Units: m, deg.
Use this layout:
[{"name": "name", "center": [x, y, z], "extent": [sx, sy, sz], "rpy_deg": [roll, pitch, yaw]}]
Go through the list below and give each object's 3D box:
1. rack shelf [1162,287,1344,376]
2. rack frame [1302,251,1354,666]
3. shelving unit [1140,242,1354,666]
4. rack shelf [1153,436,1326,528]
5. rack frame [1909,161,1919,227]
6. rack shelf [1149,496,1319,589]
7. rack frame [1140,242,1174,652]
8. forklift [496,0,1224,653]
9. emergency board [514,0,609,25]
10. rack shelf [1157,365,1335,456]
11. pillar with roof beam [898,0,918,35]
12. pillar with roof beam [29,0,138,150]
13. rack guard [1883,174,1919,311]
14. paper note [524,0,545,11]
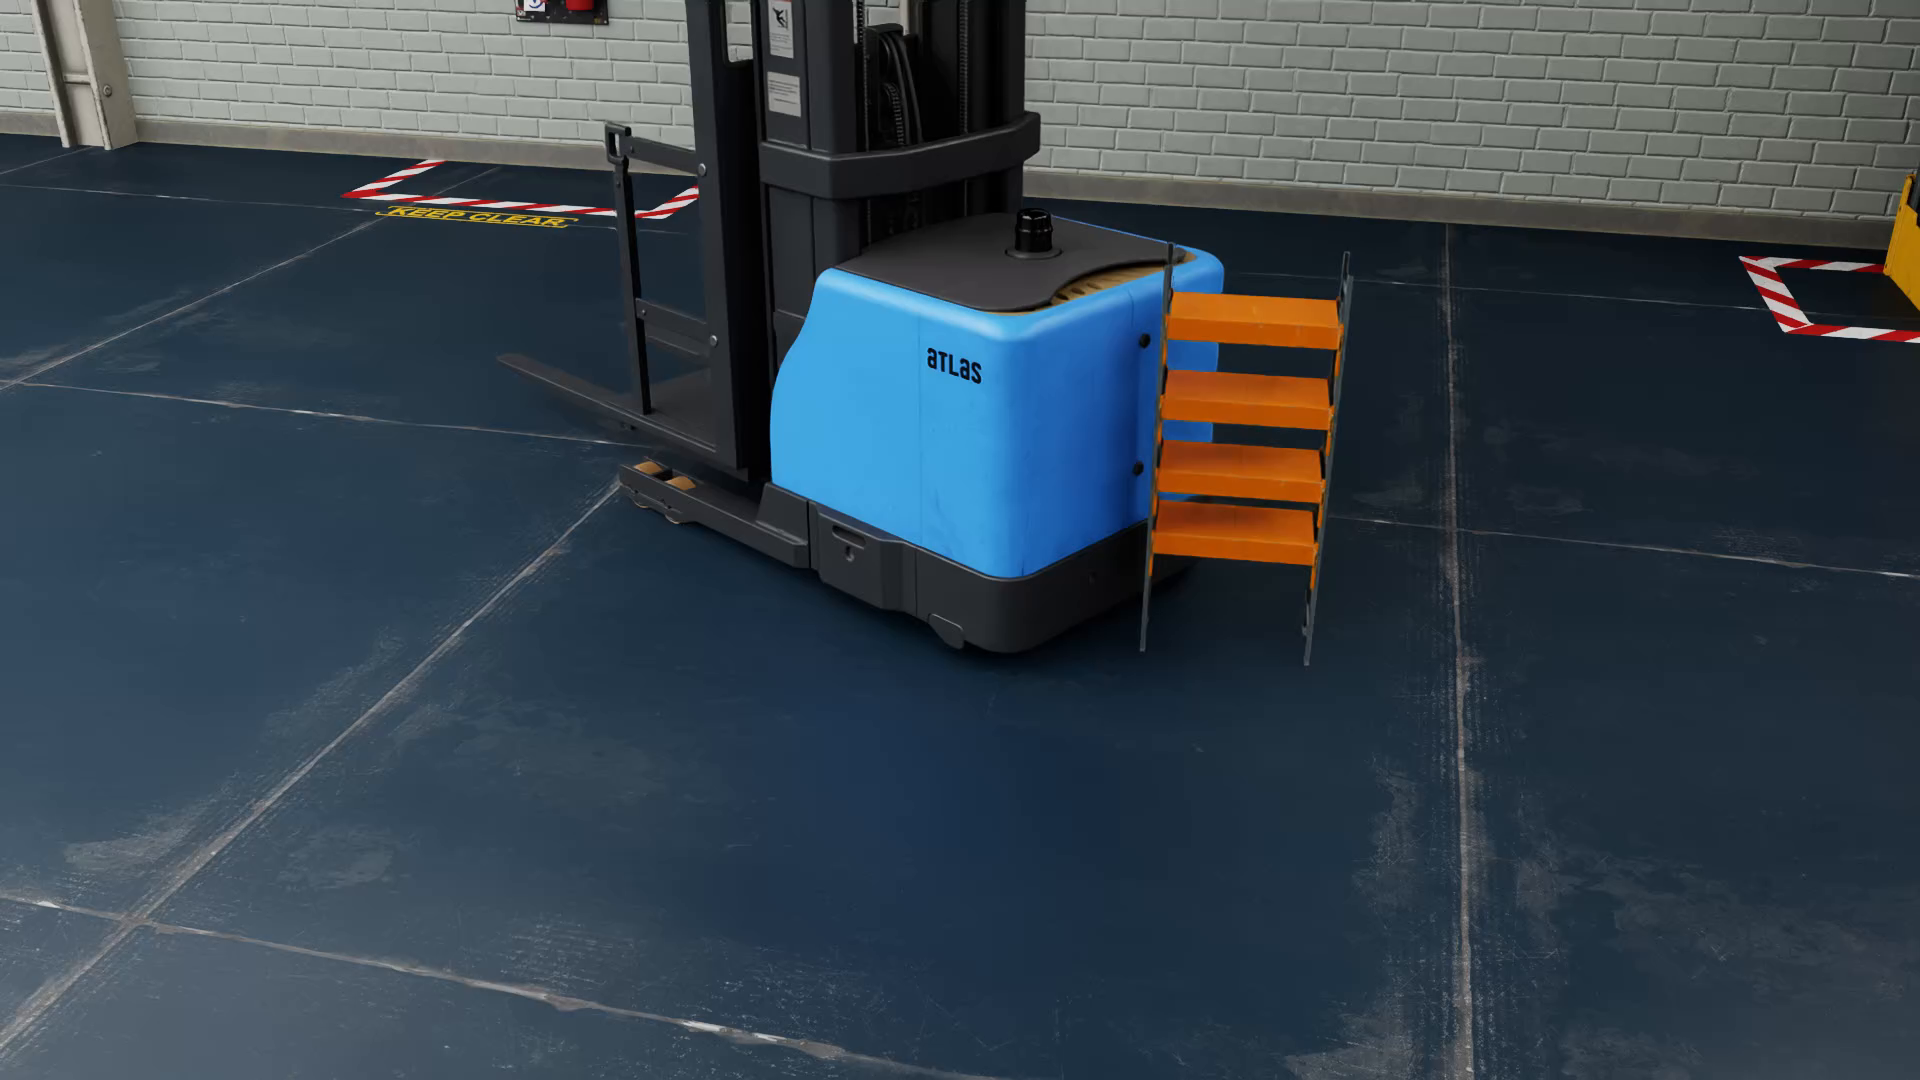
[{"name": "rack shelf", "center": [0.820, -0.587, 4.665], "extent": [0.480, 0.148, 0.258], "rpy_deg": [4, 26, 8]}, {"name": "rack frame", "center": [1.057, -0.215, 4.803], "extent": [0.015, 1.200, 0.240], "rpy_deg": [4, 26, 8]}, {"name": "shelving unit", "center": [0.816, -0.234, 4.837], "extent": [0.503, 1.200, 0.258], "rpy_deg": [4, 26, 8]}, {"name": "rack shelf", "center": [0.815, -0.174, 4.867], "extent": [0.480, 0.148, 0.258], "rpy_deg": [4, 26, 8]}, {"name": "rack frame", "center": [4.790, -2.528, 7.571], "extent": [0.127, 3.000, 1.000], "rpy_deg": [6, 26, 13]}, {"name": "rack shelf", "center": [0.814, 0.005, 4.954], "extent": [0.480, 0.148, 0.258], "rpy_deg": [4, 26, 8]}, {"name": "rack frame", "center": [0.575, -0.253, 4.871], "extent": [0.015, 1.200, 0.240], "rpy_deg": [4, 26, 8]}, {"name": "forklift", "center": [-0.582, -1.521, 5.536], "extent": [3.031, 2.935, 1.130], "rpy_deg": [23, 34, 39]}, {"name": "emergency board", "center": [-2.512, -3.736, 10.109], "extent": [0.643, 1.169, 0.194], "rpy_deg": [6, 26, 13]}, {"name": "rack shelf", "center": [0.817, -0.375, 4.769], "extent": [0.480, 0.148, 0.258], "rpy_deg": [4, 26, 8]}, {"name": "pillar with roof beam", "center": [-1.200, -4.372, 4.465], "extent": [0.400, 9.000, 9.100], "rpy_deg": [6, 26, 13]}, {"name": "pillar with roof beam", "center": [-7.011, -5.015, 5.815], "extent": [0.400, 9.000, 9.100], "rpy_deg": [6, 26, 13]}, {"name": "rack guard", "center": [4.863, -1.392, 8.092], "extent": [0.348, 0.500, 1.175], "rpy_deg": [6, 26, 13]}, {"name": "paper note", "center": [-2.666, -3.386, 10.398], "extent": [0.142, 0.148, 0.016], "rpy_deg": [6, 26, 13]}]
